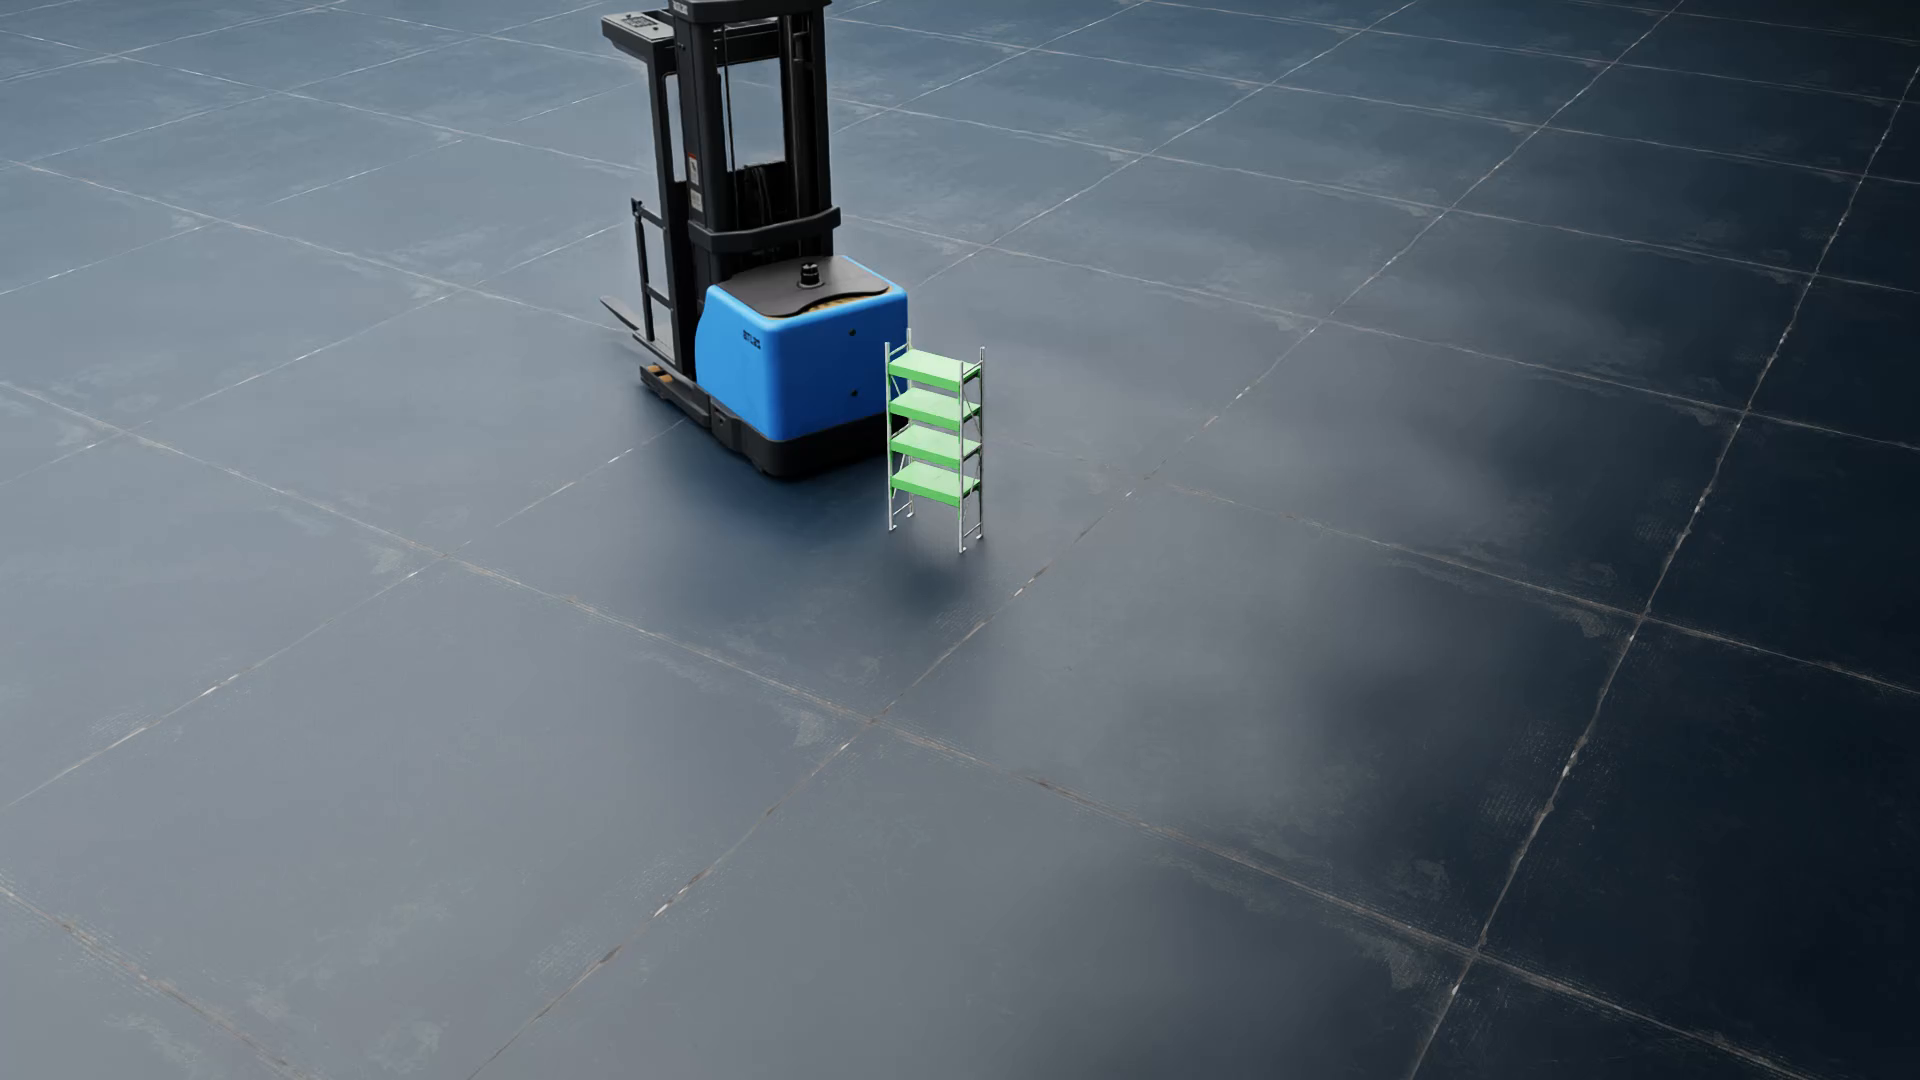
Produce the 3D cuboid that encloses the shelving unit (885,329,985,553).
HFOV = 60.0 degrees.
[{"bbox_3d":[-0.140,-0.563,9.524,0.503,1.200,0.258,18,35,27],"label":"shelving unit"}]

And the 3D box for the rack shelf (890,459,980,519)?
[{"bbox_3d":[-0.140,-0.300,9.677,0.480,0.148,0.258,18,35,27],"label":"rack shelf"}]

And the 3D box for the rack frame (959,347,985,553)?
[{"bbox_3d":[0.066,-0.497,9.412,0.015,1.200,0.240,18,35,27],"label":"rack frame"}]

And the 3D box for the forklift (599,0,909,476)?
[{"bbox_3d":[-1.559,-2.355,10.877,1.130,2.935,3.031,-19,35,-29],"label":"forklift"}]

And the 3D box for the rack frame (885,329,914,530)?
[{"bbox_3d":[-0.347,-0.628,9.636,0.015,1.200,0.240,18,35,27],"label":"rack frame"}]

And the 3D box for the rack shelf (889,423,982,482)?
[{"bbox_3d":[-0.140,-0.507,9.556,0.480,0.148,0.258,18,35,27],"label":"rack shelf"}]

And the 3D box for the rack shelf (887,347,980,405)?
[{"bbox_3d":[-0.140,-0.922,9.314,0.480,0.148,0.258,18,35,27],"label":"rack shelf"}]

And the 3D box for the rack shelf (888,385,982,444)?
[{"bbox_3d":[-0.140,-0.715,9.435,0.480,0.148,0.258,18,35,27],"label":"rack shelf"}]
